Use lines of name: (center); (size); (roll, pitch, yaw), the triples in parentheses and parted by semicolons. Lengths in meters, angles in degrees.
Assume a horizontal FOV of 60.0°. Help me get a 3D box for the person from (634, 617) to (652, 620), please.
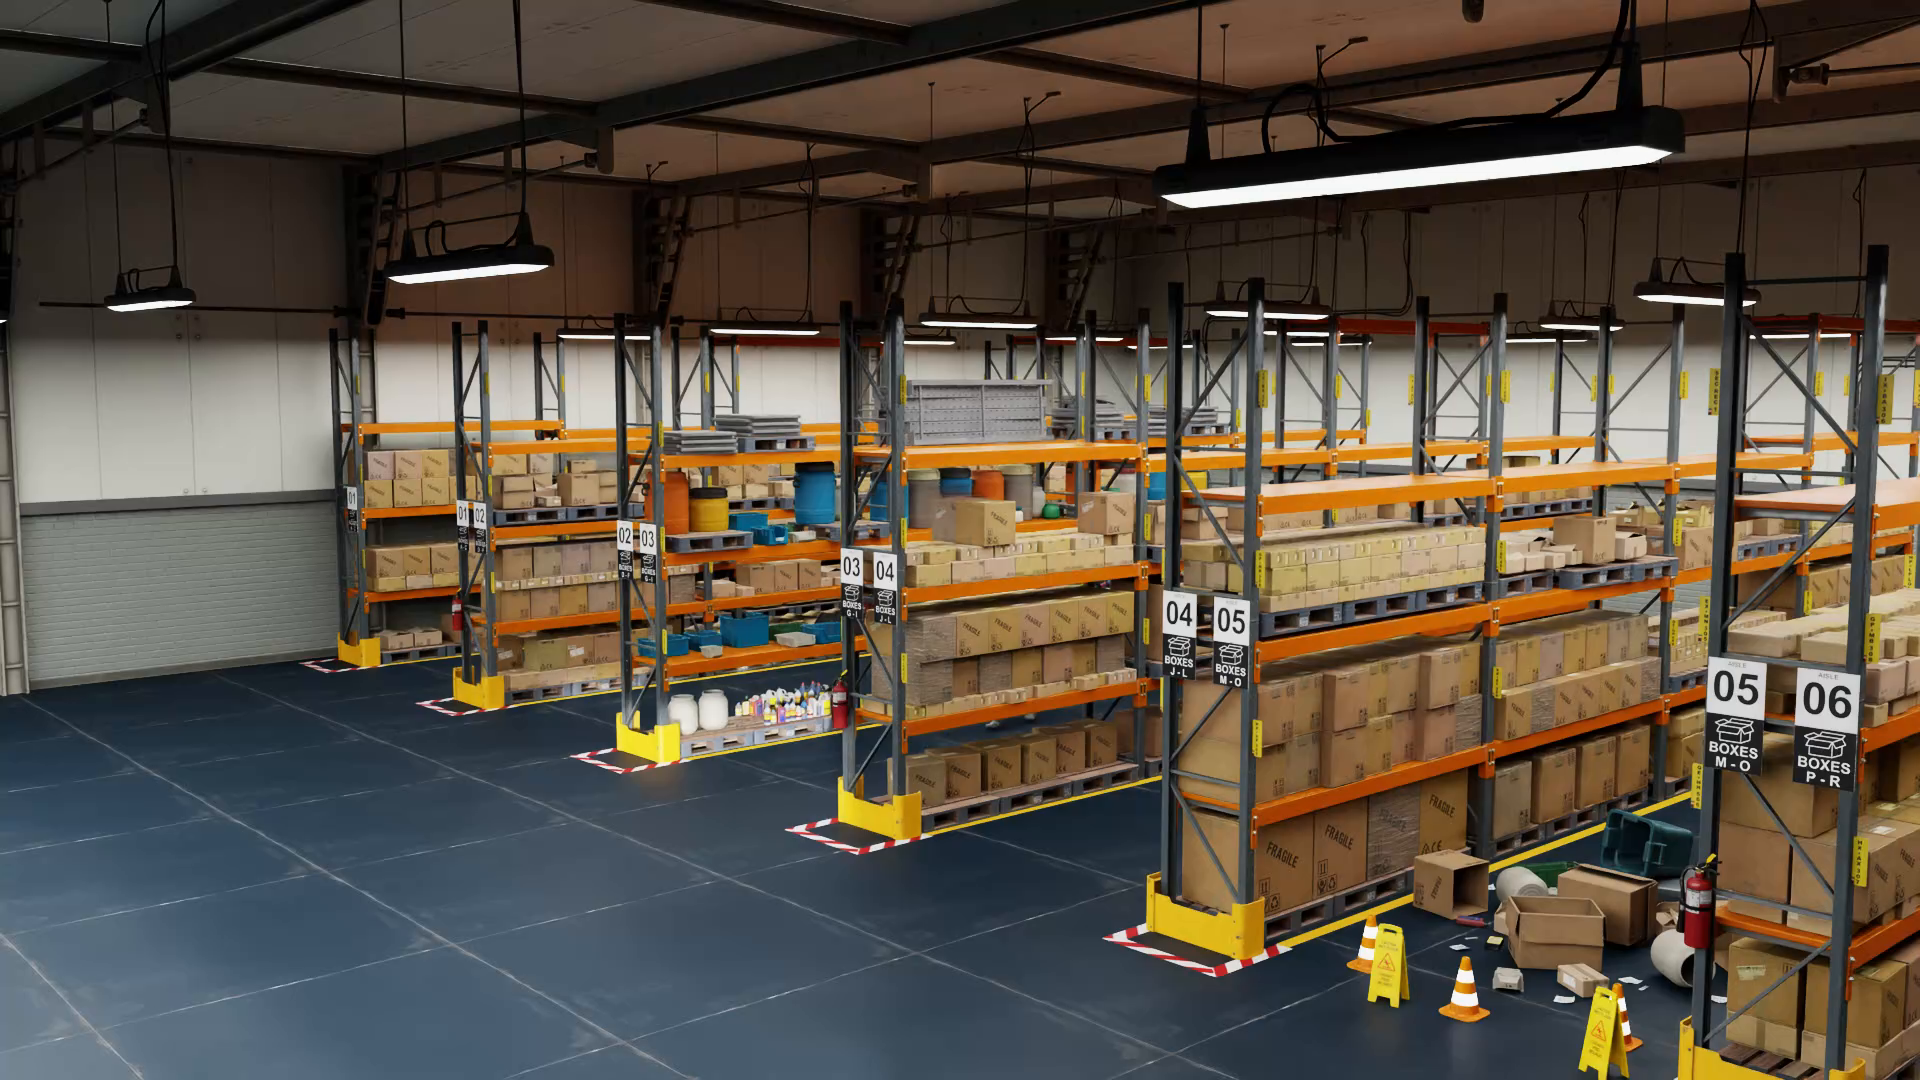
person: (-5.696, 1.336, 30.003); (1.081, 1.710, 0.685); (-6, 8, -44)

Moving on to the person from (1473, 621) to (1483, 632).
person: (7.631, 1.870, 24.320); (0.550, 1.781, 0.609); (0, 6, -1)

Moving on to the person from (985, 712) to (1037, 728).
person: (0.770, 1.870, 24.477); (0.574, 1.707, 1.103); (3, 7, 31)
